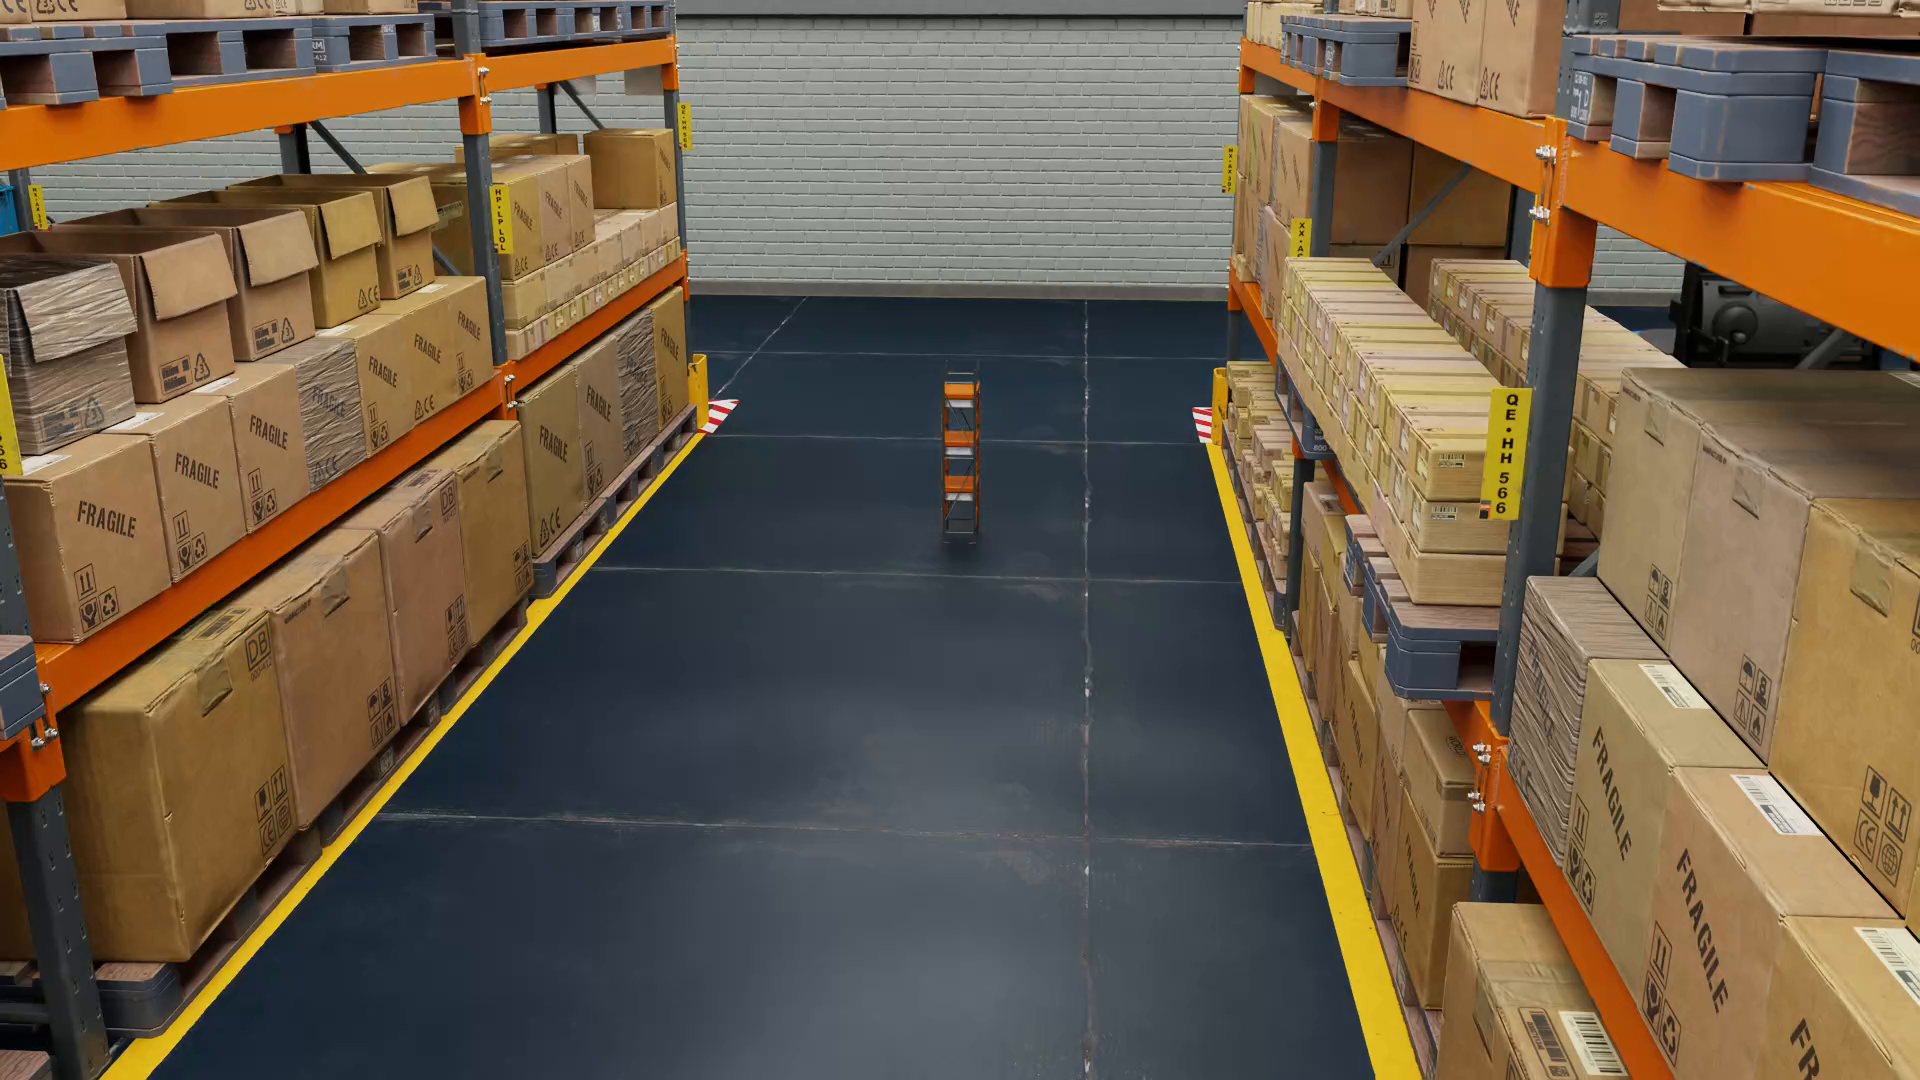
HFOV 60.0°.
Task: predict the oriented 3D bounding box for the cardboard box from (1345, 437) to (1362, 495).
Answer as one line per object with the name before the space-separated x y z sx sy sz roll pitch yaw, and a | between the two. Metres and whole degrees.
cardboard box | 1.510 -0.245 5.582 0.380 0.149 0.250 0 18 1

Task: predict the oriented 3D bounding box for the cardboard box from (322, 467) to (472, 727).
cardboard box | -2.886 0.219 7.174 1.225 0.875 0.875 1 18 2

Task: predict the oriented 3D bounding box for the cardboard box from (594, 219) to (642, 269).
cardboard box | -2.353 -1.908 10.692 0.500 0.250 0.500 1 18 2

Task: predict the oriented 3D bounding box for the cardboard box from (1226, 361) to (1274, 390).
cardboard box | 2.053 -1.140 11.534 0.380 0.149 0.250 0 18 1

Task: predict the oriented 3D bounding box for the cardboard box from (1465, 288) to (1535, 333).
cardboard box | 2.252 -0.914 6.669 0.380 0.149 0.250 1 18 4

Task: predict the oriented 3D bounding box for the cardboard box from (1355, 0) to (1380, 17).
cardboard box | 1.871 -2.240 6.592 0.500 0.311 0.500 1 18 3

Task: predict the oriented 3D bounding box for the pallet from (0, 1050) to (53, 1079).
pallet | -3.141 1.742 4.266 1.003 0.211 1.213 1 18 4

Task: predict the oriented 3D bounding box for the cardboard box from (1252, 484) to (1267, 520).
cardboard box | 1.906 -0.221 9.685 0.380 0.149 0.250 1 18 4

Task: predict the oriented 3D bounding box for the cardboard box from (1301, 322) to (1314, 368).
cardboard box | 1.603 -0.793 6.779 0.380 0.149 0.250 1 18 2

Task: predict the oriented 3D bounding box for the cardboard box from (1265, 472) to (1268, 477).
cardboard box | 2.011 -0.423 9.822 0.380 0.149 0.250 0 18 1

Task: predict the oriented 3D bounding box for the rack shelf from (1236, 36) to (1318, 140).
rack shelf | 2.287 -2.630 9.471 1.077 0.370 4.000 1 18 4

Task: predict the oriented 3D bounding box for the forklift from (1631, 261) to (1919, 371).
forklift | 4.556 -1.233 8.979 1.130 2.935 3.031 2 18 5

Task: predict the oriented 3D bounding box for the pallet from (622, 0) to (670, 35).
pallet | -2.553 -3.463 10.998 1.003 0.211 1.213 1 18 4

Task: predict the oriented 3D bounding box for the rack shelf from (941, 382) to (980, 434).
rack shelf | 0.004 -0.775 9.725 0.215 0.259 0.240 1 18 4

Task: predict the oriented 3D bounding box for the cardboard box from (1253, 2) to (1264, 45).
cardboard box | 2.101 -3.225 10.371 0.500 0.250 0.500 2 18 6

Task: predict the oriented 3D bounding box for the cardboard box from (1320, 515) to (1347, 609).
cardboard box | 1.791 0.095 6.950 0.500 0.250 0.500 2 18 5

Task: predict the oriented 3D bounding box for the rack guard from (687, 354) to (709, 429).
rack guard | -2.508 -1.130 12.567 1.175 0.500 0.348 1 18 4

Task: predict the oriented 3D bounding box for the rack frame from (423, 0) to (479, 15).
rack frame | -2.797 -3.918 7.430 1.000 3.000 0.127 1 18 4

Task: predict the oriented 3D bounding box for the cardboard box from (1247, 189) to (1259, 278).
cardboard box | 2.062 -1.905 10.281 0.500 0.500 0.500 2 18 5

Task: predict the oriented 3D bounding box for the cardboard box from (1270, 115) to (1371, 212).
cardboard box | 1.990 -2.061 9.151 0.500 0.500 0.500 2 18 5

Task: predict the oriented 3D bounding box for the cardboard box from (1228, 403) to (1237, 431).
cardboard box | 2.073 -0.857 11.625 0.380 0.149 0.250 2 18 5

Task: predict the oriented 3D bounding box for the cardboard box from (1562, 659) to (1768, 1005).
cardboard box | 1.521 0.561 3.234 0.500 0.500 0.500 1 18 3

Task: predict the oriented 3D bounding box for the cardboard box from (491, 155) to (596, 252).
cardboard box | -2.432 -1.952 9.621 0.500 0.500 0.500 1 18 2

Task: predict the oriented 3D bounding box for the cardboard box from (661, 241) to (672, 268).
cardboard box | -2.224 -1.992 11.588 0.380 0.149 0.250 1 18 4

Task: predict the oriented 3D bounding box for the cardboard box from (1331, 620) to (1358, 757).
cardboard box | 1.765 0.614 6.573 0.500 0.500 0.500 2 18 5

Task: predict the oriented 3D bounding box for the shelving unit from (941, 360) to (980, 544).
shelving unit | 0.004 -0.516 9.810 0.215 1.050 0.252 1 18 4

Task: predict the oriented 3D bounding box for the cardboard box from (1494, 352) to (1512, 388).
cardboard box | 2.221 -0.610 6.217 0.380 0.149 0.250 1 18 4

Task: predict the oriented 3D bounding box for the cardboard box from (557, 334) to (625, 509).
cardboard box | -2.605 -0.740 10.103 0.875 0.875 0.875 1 18 4

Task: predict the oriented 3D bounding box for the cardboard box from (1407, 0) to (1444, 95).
cardboard box | 1.707 -1.650 5.163 0.500 0.500 0.500 1 18 4

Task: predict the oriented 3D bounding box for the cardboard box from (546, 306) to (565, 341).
cardboard box | -2.407 -1.196 9.160 0.380 0.149 0.250 2 18 6

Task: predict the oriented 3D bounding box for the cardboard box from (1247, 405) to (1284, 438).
cardboard box | 1.979 -0.731 10.285 0.380 0.149 0.250 2 18 5

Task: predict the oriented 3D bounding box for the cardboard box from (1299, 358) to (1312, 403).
cardboard box | 1.601 -0.652 6.824 0.380 0.149 0.250 1 18 4

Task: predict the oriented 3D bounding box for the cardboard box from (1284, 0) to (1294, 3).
cardboard box | 2.004 -2.990 8.850 0.500 0.250 0.500 2 18 6

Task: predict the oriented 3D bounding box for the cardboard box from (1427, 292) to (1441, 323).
cardboard box | 2.312 -1.019 7.467 0.380 0.149 0.250 2 18 6

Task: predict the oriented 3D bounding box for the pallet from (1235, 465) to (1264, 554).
pallet | 2.241 -0.190 10.163 1.003 0.211 1.213 1 18 4

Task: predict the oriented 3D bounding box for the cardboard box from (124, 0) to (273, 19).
cardboard box | -2.958 -2.134 5.962 0.797 0.503 0.637 1 18 3

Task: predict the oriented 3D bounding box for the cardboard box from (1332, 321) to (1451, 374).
cardboard box | 1.549 -0.691 5.988 0.380 0.149 0.250 2 18 6

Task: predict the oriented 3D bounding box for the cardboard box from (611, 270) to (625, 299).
cardboard box | -2.317 -1.598 10.386 0.380 0.149 0.250 2 18 5

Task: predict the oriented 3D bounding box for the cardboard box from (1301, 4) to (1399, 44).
cardboard box | 1.909 -2.438 7.970 0.500 0.250 0.500 2 18 5

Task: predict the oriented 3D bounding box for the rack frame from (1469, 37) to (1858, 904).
rack frame | 1.856 0.317 4.139 1.000 3.000 0.127 1 18 4

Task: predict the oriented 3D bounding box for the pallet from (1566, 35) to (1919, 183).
pallet | 1.863 -0.818 3.087 1.213 0.211 1.003 2 18 6

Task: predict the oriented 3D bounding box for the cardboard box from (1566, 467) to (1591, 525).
cardboard box | 2.146 -0.149 5.289 0.380 0.149 0.250 2 18 6

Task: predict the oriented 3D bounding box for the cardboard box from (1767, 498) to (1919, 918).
cardboard box | 1.745 0.250 2.577 0.700 0.500 0.500 1 18 3

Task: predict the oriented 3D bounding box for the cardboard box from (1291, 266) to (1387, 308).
cardboard box | 1.642 -1.090 7.205 0.380 0.149 0.250 2 18 5

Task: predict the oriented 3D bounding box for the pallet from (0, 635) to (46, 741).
pallet | -3.028 0.490 3.920 1.213 0.211 1.003 1 18 4

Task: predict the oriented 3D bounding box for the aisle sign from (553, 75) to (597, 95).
aisle sign | -2.804 -3.574 11.839 0.394 0.787 0.004 1 18 4

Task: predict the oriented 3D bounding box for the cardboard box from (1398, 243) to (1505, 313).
cardboard box | 2.430 -1.263 8.321 0.500 0.500 0.500 1 18 3

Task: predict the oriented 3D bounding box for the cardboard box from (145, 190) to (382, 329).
cardboard box | -2.895 -1.180 6.936 0.797 0.503 0.637 1 18 5

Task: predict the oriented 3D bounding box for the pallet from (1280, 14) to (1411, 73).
pallet | 1.993 -2.072 6.915 1.213 0.211 1.003 1 18 4

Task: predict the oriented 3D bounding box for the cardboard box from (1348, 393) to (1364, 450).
cardboard box | 1.510 -0.388 5.541 0.380 0.149 0.250 1 18 4

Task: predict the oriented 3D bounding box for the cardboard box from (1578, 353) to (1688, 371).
cardboard box | 2.158 -0.511 5.440 0.380 0.149 0.250 2 18 6

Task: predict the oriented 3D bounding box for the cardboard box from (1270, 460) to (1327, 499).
cardboard box | 1.899 -0.327 9.052 0.380 0.149 0.250 1 18 3

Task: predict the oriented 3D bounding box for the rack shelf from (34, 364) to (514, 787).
rack shelf | -2.940 -0.105 6.580 1.077 0.370 4.000 1 18 4

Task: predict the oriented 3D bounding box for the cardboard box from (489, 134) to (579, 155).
cardboard box | -2.850 -2.438 11.105 0.500 0.500 0.500 1 18 3

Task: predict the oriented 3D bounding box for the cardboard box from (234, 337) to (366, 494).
cardboard box | -2.672 -0.492 6.448 0.500 0.500 0.500 1 18 4

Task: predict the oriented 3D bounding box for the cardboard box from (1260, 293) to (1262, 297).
cardboard box | 2.058 -1.550 10.238 0.380 0.149 0.250 1 18 3

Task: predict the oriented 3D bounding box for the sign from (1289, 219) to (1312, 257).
sign | 1.601 -1.347 7.825 0.100 0.325 0.005 1 18 4

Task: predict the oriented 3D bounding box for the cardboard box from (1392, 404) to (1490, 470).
cardboard box | 1.455 -0.286 4.754 0.380 0.149 0.250 1 18 3
